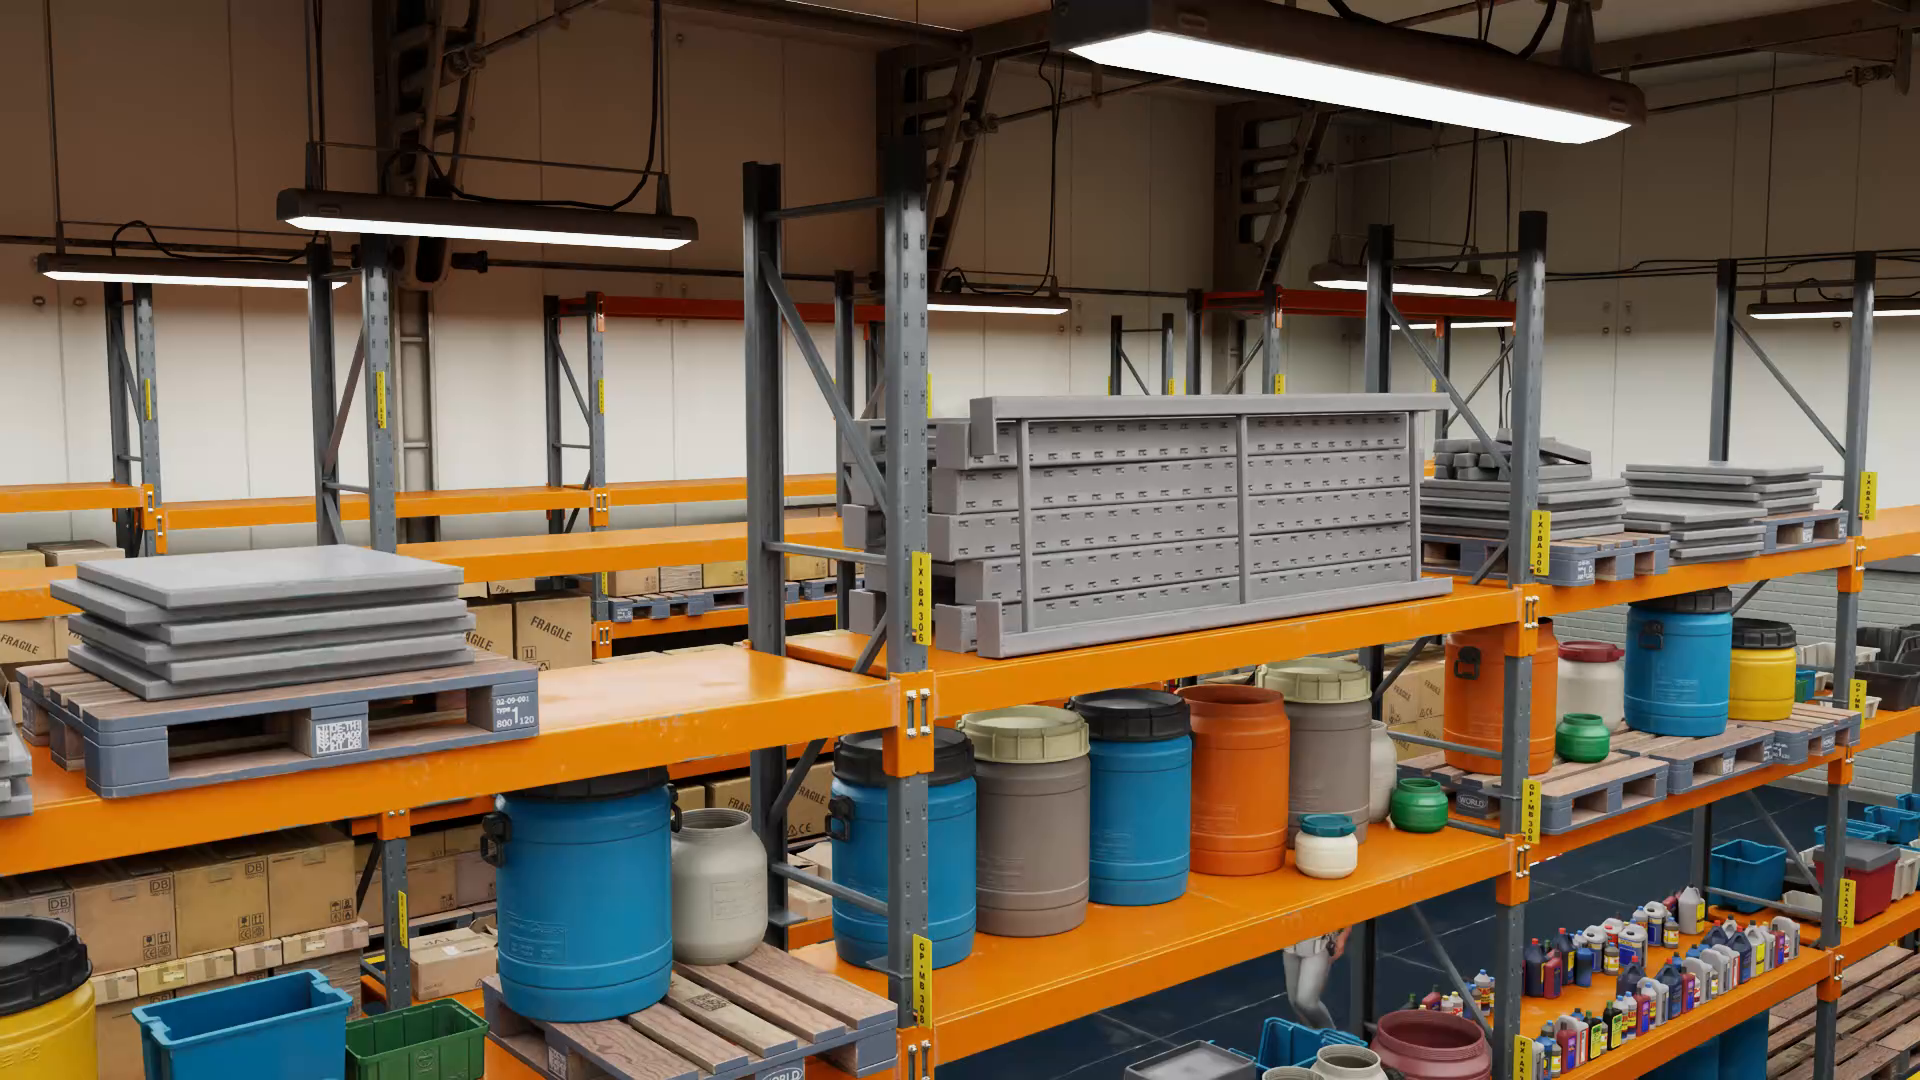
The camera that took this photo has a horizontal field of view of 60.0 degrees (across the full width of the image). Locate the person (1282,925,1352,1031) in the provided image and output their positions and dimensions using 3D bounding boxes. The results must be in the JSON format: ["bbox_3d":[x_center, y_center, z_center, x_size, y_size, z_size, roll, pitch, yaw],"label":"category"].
[{"bbox_3d":[2.603,3.088,12.567,0.657,1.768,0.650,5,7,42],"label":"person"}]
